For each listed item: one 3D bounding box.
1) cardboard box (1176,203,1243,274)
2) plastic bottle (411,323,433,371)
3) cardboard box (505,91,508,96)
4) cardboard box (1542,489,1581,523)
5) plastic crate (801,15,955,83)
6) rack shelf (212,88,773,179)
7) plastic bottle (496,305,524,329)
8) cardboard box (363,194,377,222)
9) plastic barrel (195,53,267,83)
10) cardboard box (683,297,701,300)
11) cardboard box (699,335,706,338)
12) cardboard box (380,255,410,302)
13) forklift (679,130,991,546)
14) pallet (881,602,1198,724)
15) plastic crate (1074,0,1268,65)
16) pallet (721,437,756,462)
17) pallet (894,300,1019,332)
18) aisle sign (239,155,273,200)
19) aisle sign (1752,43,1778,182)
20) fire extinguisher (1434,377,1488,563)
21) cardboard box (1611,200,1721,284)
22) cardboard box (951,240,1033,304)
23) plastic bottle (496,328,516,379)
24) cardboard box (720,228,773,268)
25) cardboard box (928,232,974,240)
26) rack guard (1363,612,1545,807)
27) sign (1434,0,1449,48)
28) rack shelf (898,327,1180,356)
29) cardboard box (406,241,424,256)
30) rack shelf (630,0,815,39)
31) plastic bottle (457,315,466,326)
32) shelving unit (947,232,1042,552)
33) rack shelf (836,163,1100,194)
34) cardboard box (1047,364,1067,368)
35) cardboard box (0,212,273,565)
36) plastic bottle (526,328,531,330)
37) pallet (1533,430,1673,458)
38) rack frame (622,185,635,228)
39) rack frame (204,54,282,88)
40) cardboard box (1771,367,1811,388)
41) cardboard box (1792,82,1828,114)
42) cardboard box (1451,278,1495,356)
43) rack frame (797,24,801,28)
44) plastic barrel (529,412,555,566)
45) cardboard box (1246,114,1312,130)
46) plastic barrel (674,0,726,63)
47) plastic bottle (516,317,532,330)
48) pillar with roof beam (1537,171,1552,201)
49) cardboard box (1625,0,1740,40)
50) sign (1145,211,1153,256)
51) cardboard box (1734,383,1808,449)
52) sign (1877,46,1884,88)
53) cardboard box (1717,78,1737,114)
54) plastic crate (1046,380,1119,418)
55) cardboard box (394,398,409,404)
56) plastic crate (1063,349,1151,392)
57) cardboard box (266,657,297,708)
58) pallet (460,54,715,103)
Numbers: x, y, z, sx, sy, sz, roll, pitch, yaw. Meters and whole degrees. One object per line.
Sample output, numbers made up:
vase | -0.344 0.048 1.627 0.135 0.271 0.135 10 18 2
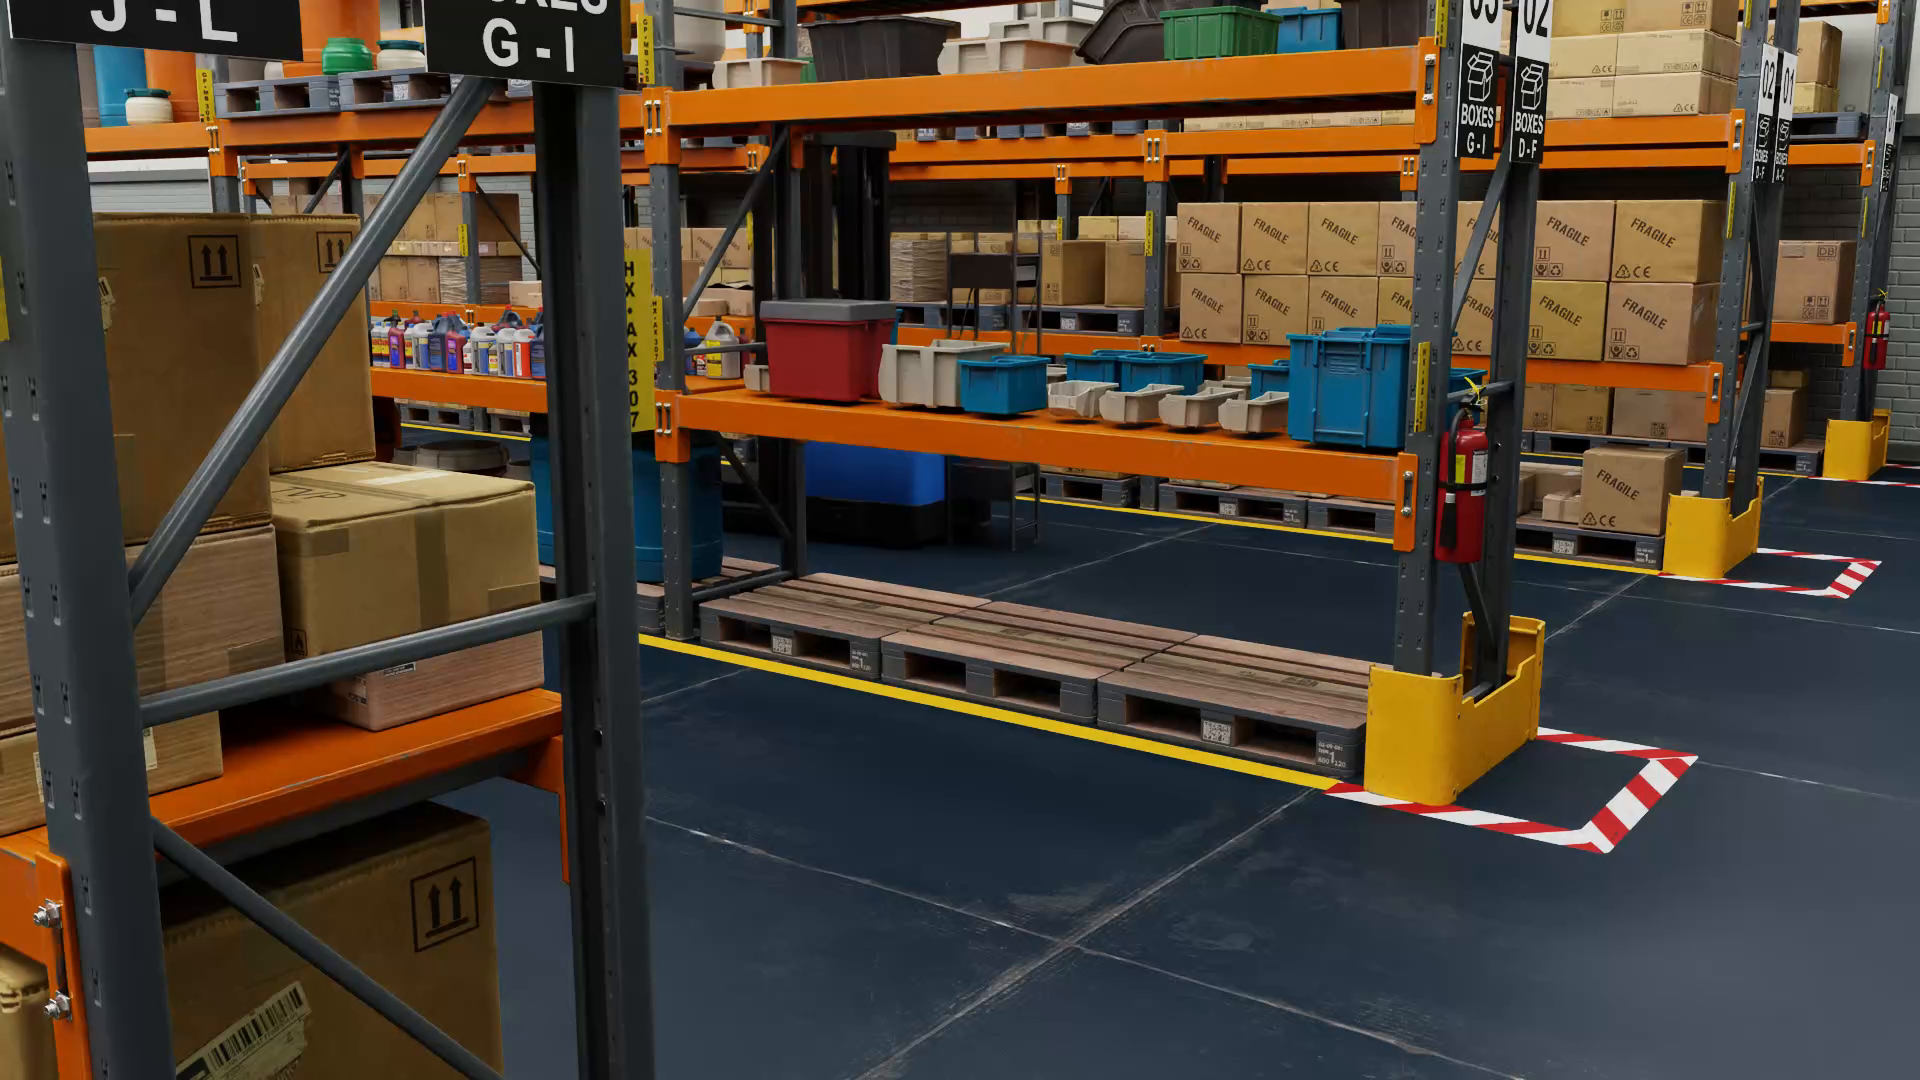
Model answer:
cardboard box | 1.932 -2.218 12.201 0.500 0.500 0.500 8 14 37
plastic bottle | -3.165 -1.151 9.907 0.135 0.276 0.152 8 13 36
cardboard box | -4.255 -4.571 16.680 0.500 0.500 0.500 8 14 36
cardboard box | 4.086 -0.232 11.132 0.250 0.166 0.380 8 13 36
plastic crate | -0.377 -2.243 7.673 0.590 0.269 0.497 8 13 36
rack shelf | -2.828 -2.360 9.830 4.000 0.370 1.077 8 13 36
plastic bottle | -2.836 -1.309 10.526 0.185 0.351 0.144 8 13 36
cardboard box | -6.304 -3.578 18.446 0.500 0.500 0.700 8 14 36
plastic barrel | -4.973 -3.310 11.525 0.600 0.901 0.600 0 11 0
cardboard box | -2.566 -2.235 15.847 0.250 0.149 0.380 9 14 40
cardboard box | -3.498 -2.625 22.623 0.500 0.500 0.700 7 13 32
cardboard box | -5.921 -2.887 18.290 0.500 0.500 0.700 8 14 36
forklift | -1.314 -1.581 11.987 3.031 2.935 1.130 6 13 29
pallet | 0.387 0.567 8.044 1.213 0.211 1.003 8 13 36
plastic crate | 0.940 -2.222 7.386 0.767 0.338 0.504 8 13 36
pallet | -2.145 -0.953 15.901 1.213 0.211 1.003 8 13 36
pallet | 0.065 -1.911 14.018 1.213 0.211 1.003 8 13 36
aisle sign | -8.187 -4.360 19.324 0.004 0.787 0.394 8 13 36
aisle sign | 4.817 -2.546 9.948 0.004 0.787 0.394 8 13 36
fire extinguisher | 1.861 -0.259 6.155 0.183 0.674 0.296 8 13 36
cardboard box | 4.422 -1.872 10.414 0.500 0.500 0.500 8 13 35
cardboard box | 0.259 -2.218 13.730 0.500 0.500 0.700 4 12 21
plastic bottle | -2.534 -1.063 9.453 0.135 0.276 0.152 8 13 36
cardboard box | -2.770 -3.798 21.630 0.500 0.500 0.500 8 13 35
cardboard box | 0.022 -3.435 19.969 0.500 0.500 0.700 8 13 36
rack guard | 2.035 0.662 6.794 0.348 0.500 1.175 8 13 36
sign | 1.696 -1.902 5.840 0.005 0.325 0.100 8 13 36
rack shelf | 0.107 -1.646 14.033 4.000 0.370 1.077 8 13 36
cardboard box | -5.698 -3.125 17.816 0.250 0.149 0.380 8 13 35
rack shelf | -3.117 -4.844 15.825 4.000 0.370 1.077 8 13 36
plastic bottle | -3.279 -1.337 10.882 0.097 0.271 0.097 0 11 0
shelving unit | 0.231 -1.008 11.209 0.503 2.100 0.431 6 12 29
rack shelf | -0.188 -4.327 19.994 4.000 0.370 1.077 8 13 36
cardboard box | 0.667 -1.335 13.981 0.500 0.250 0.500 8 14 36
cardboard box | -1.472 -0.263 2.630 0.500 0.500 0.500 8 14 36
plastic bottle | -2.475 -1.082 9.563 0.097 0.271 0.097 0 11 0
pallet | 6.202 -0.929 15.777 1.213 0.211 1.003 8 13 36
rack frame | -5.024 -3.882 23.698 0.127 3.000 1.000 8 13 36
rack frame | -4.440 -4.411 10.639 0.127 3.000 1.000 8 13 36
cardboard box | 7.468 -1.460 14.949 0.250 0.149 0.380 8 14 36
cardboard box | 7.125 -3.779 14.295 0.500 0.250 0.500 8 14 37
cardboard box | 3.602 -1.497 11.106 0.500 0.500 0.500 8 14 36
rack frame | -1.800 -6.378 20.803 0.127 3.000 1.000 8 13 36
plastic barrel | -2.215 -0.335 9.785 0.708 0.901 0.600 8 13 36
cardboard box | 2.365 -3.024 11.759 0.500 0.250 0.500 8 13 36
plastic barrel | -1.492 -2.859 9.051 0.433 0.535 0.433 0 11 0
plastic bottle | -2.720 -1.255 10.425 0.133 0.283 0.061 8 13 36
pillar with roof beam | 3.176 -4.873 13.025 0.400 9.000 9.100 8 13 36
cardboard box | 4.519 -3.392 10.374 0.500 0.500 0.700 8 13 36
sign | 1.394 -2.257 12.251 0.005 0.325 0.100 8 13 36
cardboard box | 7.249 -1.125 14.925 0.500 0.500 0.700 8 13 36
sign | 7.540 -3.870 13.617 0.005 0.325 0.100 8 13 36
cardboard box | 4.680 -2.820 10.706 0.500 0.250 0.500 8 13 36
plastic crate | 0.530 -0.623 7.390 0.250 0.136 0.298 8 13 36
cardboard box | -6.041 -1.660 18.346 0.500 0.250 0.500 8 13 36
plastic crate | 0.701 -0.774 7.914 0.300 0.233 0.416 8 13 36
cardboard box | -1.222 0.196 3.280 0.250 0.149 0.380 8 13 35
pallet | -1.905 -2.469 8.996 1.003 0.211 1.213 8 13 36
